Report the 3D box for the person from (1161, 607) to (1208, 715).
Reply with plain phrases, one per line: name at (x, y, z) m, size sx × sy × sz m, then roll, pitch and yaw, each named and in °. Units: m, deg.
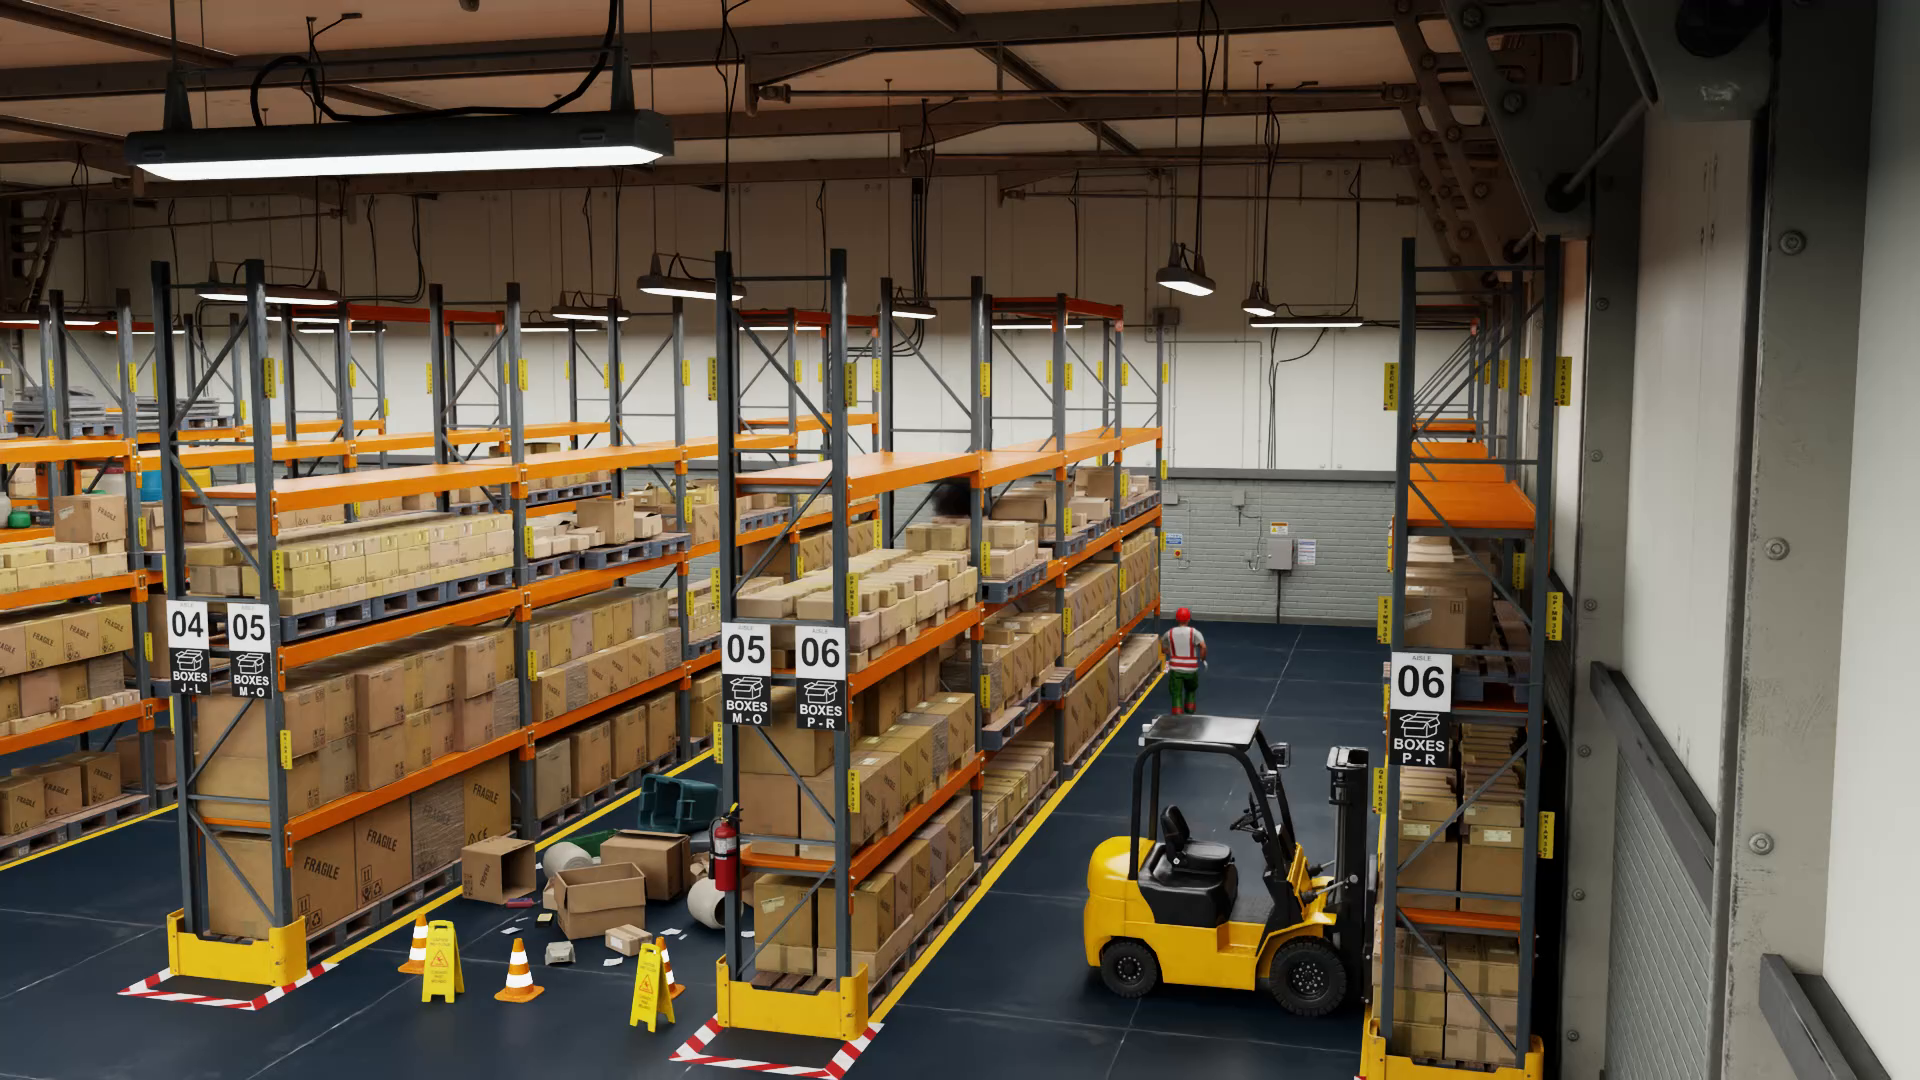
person at (3.102, 1.830, 23.030) m, size 0.644 × 1.821 × 0.763 m, roll 1°, pitch 6°, yaw 6°
